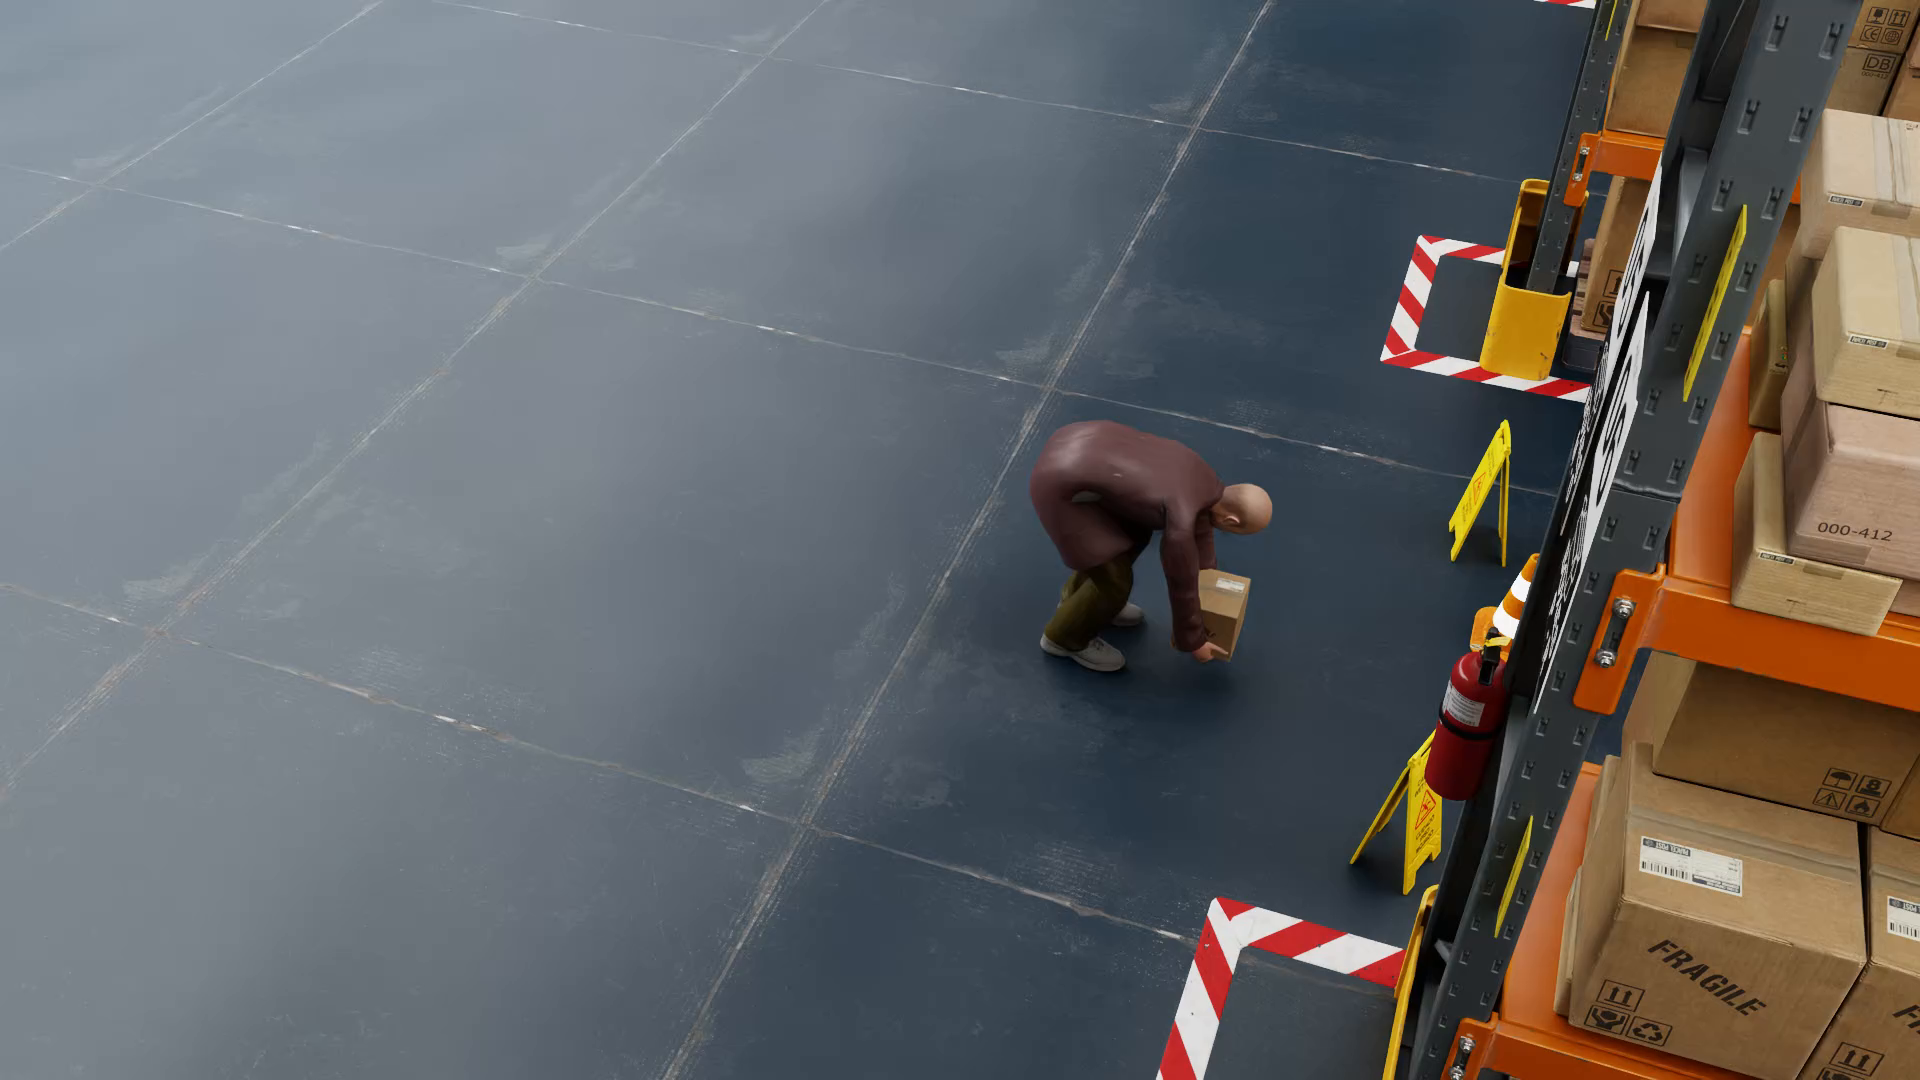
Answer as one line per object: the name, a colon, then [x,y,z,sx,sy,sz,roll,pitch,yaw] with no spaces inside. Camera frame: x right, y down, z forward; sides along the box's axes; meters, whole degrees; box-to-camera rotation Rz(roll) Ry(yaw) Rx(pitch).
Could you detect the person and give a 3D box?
person: [0.739,0.041,6.656,0.949,1.078,0.580,12,42,13]
